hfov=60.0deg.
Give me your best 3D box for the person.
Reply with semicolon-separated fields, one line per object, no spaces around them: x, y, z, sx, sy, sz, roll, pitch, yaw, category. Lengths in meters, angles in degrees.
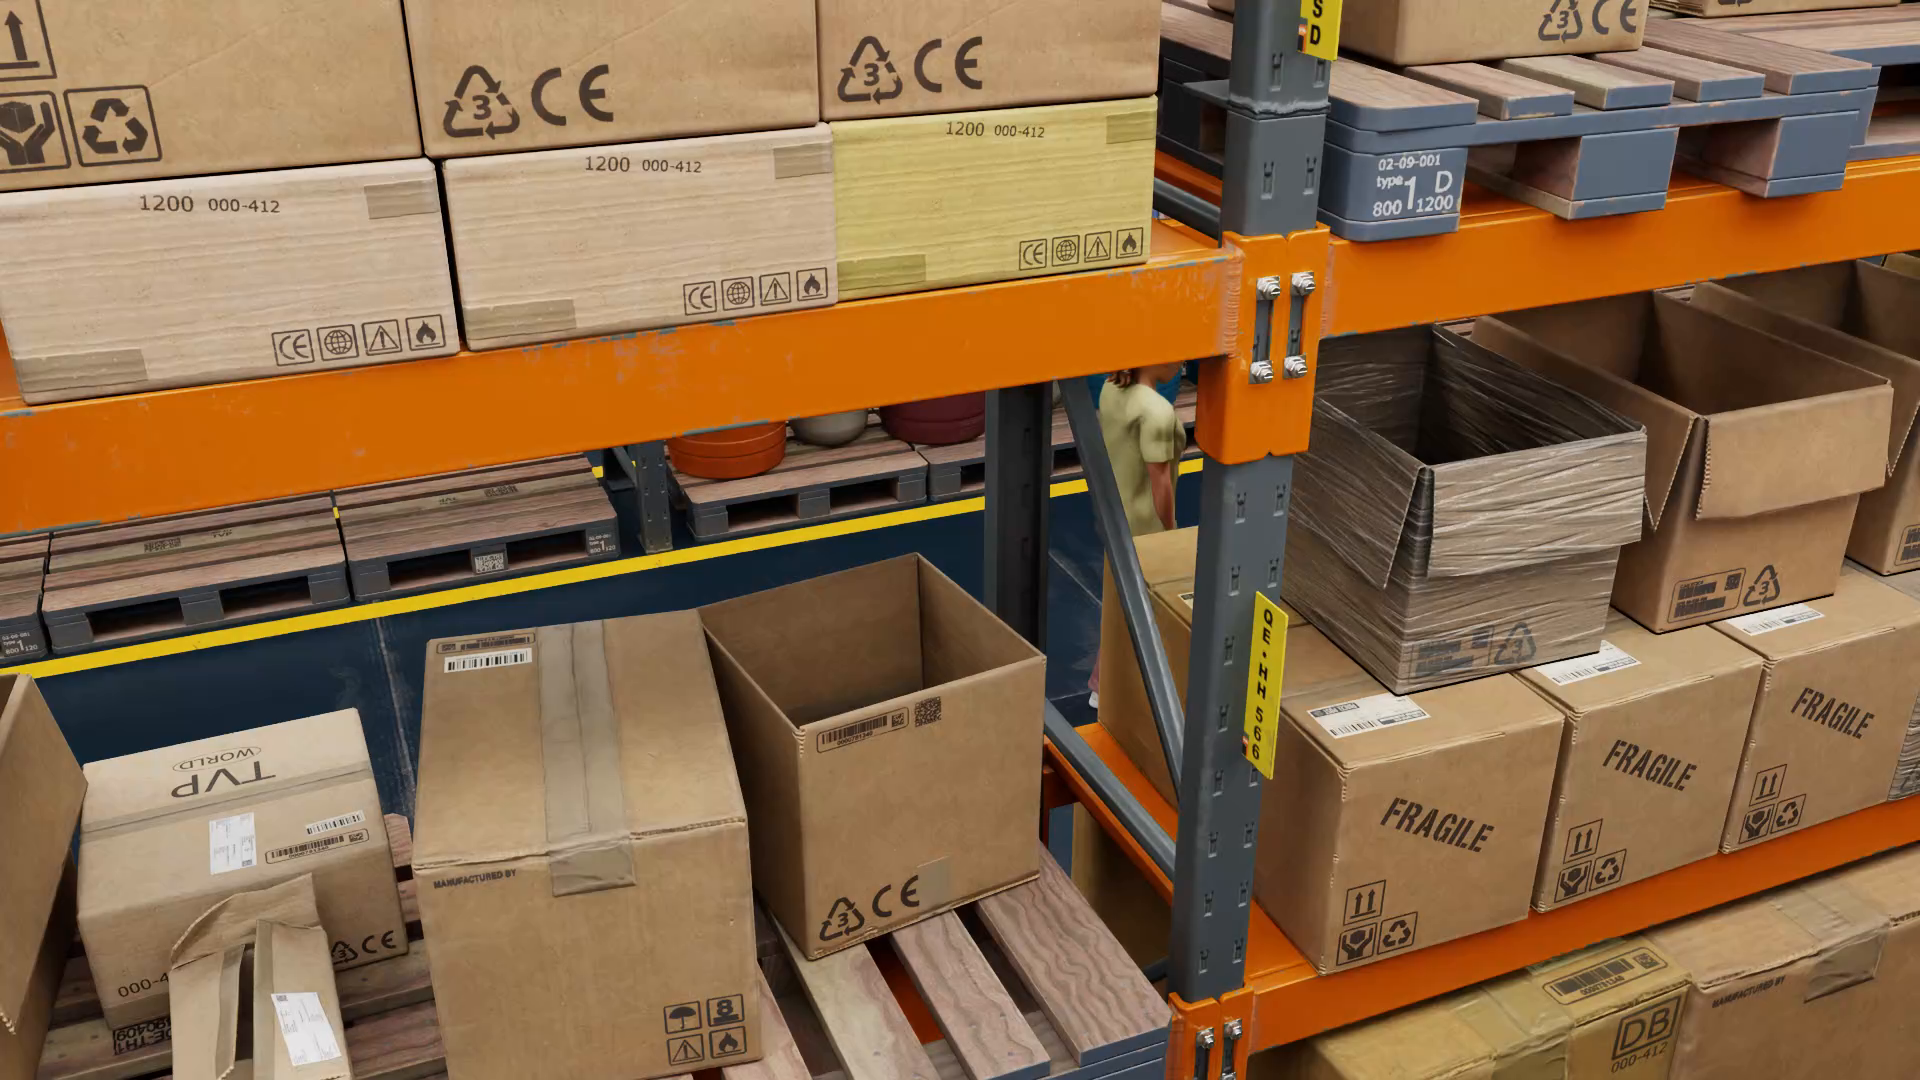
0.679;-0.061;6.275;0.347;1.652;0.460;-10;28;-19;person
